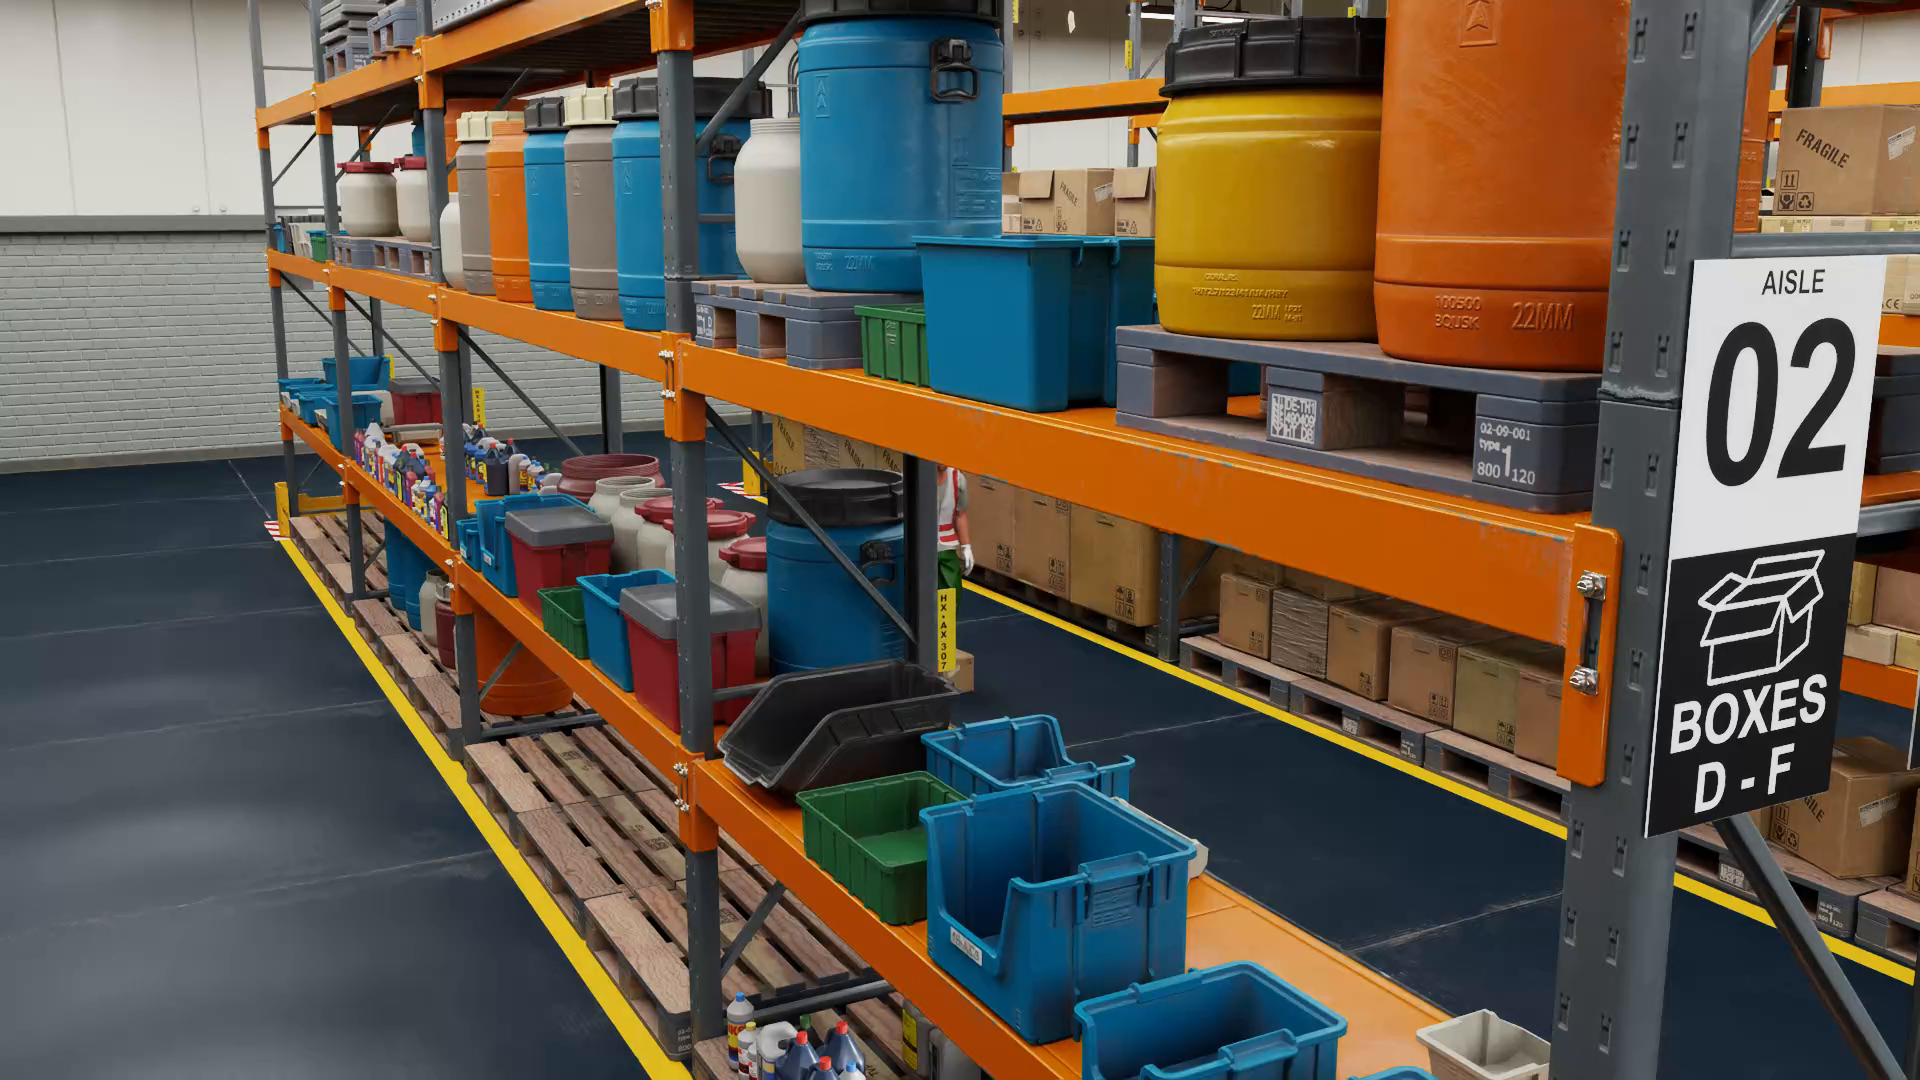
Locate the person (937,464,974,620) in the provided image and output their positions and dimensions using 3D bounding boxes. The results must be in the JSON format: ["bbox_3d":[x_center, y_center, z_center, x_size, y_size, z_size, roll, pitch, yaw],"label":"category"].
[{"bbox_3d":[-0.184,0.109,11.373,0.608,1.780,0.448,-6,13,-28],"label":"person"}]
